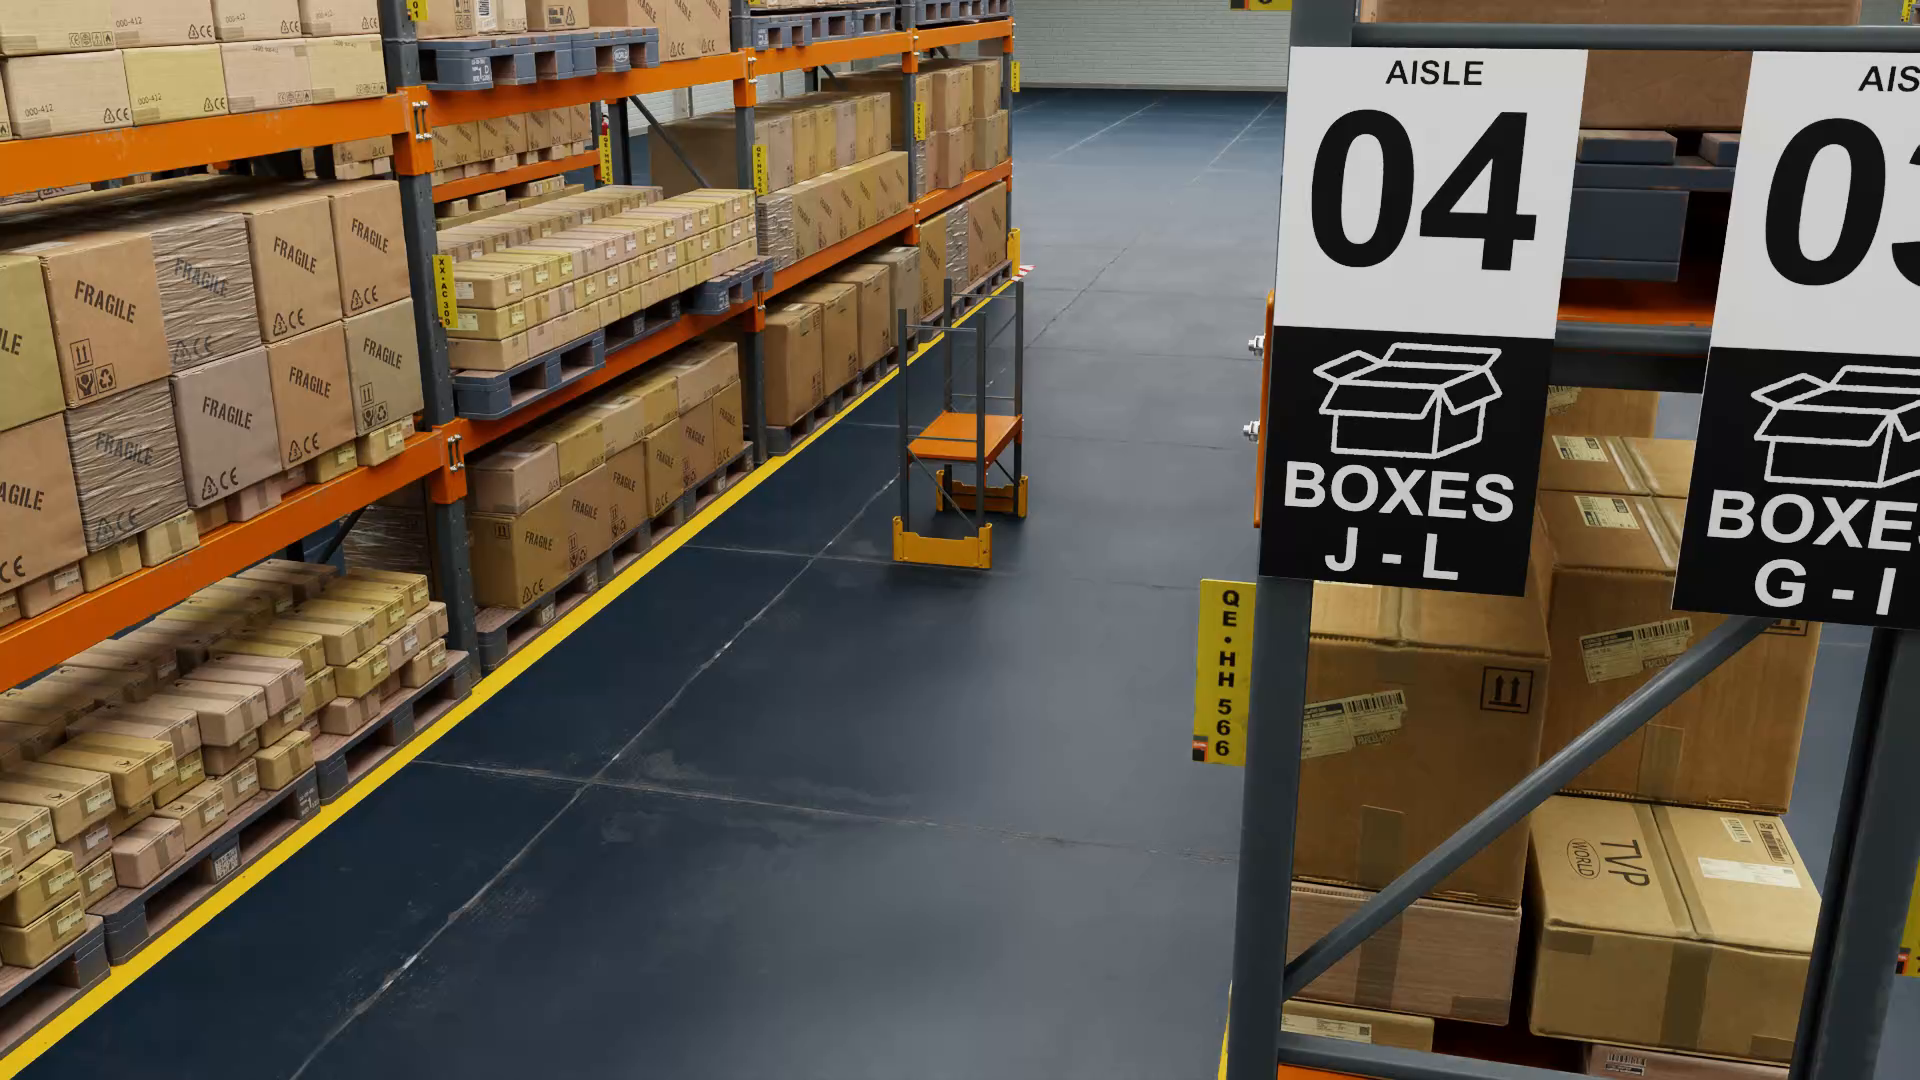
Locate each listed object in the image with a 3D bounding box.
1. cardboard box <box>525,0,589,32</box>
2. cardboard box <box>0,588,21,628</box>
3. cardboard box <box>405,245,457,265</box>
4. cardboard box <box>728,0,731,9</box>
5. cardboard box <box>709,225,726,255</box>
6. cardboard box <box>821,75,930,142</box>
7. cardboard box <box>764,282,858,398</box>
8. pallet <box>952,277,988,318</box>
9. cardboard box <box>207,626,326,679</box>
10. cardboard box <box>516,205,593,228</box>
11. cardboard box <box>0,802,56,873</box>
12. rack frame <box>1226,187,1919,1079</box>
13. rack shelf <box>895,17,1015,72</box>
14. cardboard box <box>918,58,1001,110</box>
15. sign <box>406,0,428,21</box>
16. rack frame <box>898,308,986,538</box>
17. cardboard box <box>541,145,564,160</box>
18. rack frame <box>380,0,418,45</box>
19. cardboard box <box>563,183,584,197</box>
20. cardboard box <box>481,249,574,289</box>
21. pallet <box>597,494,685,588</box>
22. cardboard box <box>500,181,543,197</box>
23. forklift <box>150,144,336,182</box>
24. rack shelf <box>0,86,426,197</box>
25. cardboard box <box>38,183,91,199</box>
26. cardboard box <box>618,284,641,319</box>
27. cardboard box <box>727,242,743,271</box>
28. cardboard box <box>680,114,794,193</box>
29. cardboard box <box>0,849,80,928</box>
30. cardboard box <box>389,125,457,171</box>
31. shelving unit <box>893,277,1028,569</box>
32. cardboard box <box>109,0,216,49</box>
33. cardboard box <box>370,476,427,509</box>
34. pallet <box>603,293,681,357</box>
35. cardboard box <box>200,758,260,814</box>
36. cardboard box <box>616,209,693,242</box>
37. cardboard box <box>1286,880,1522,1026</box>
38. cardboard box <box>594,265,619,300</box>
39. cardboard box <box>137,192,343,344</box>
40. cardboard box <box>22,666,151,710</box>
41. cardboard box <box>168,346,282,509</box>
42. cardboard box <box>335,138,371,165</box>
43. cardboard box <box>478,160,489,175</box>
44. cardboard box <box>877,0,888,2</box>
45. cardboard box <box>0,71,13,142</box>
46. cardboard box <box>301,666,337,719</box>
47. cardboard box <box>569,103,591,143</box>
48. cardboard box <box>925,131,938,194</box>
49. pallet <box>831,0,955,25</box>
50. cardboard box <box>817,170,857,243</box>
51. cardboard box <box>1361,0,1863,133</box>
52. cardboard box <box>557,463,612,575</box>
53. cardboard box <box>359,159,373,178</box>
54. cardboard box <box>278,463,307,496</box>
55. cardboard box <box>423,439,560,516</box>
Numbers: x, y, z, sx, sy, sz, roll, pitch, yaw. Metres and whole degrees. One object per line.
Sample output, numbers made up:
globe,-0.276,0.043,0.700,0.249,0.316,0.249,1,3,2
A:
cardboard box,-2.340,-2.889,8.555,0.797,0.503,0.637,4,19,13
cardboard box,-3.265,0.211,5.319,0.380,0.149,0.250,4,19,13
cardboard box,-2.806,-1.416,8.511,0.380,0.149,0.250,4,19,12
cardboard box,-1.631,-3.641,11.149,0.380,0.149,0.250,4,19,11
cardboard box,-1.672,-1.865,10.286,0.380,0.149,0.250,5,20,15
cardboard box,-0.767,-3.950,15.210,0.875,0.550,0.550,5,19,13
cardboard box,-1.421,-1.594,13.044,1.050,0.750,0.750,5,19,14
pallet,-0.333,-2.552,17.332,1.003,0.211,1.213,5,19,13
cardboard box,-2.896,0.490,6.953,0.380,0.149,0.250,5,20,15
cardboard box,-2.425,-1.905,9.942,0.380,0.149,0.250,6,20,16
cardboard box,-3.248,0.988,5.495,0.380,0.149,0.250,4,19,11
rack frame,0.963,0.929,2.827,1.000,3.000,0.127,5,19,13
rack shelf,-0.402,-4.961,16.545,1.077,0.370,4.000,5,19,13
cardboard box,-0.041,-4.978,18.219,0.875,0.550,0.550,5,19,13
sign,-2.317,-2.372,7.050,0.100,0.325,0.005,5,19,13
rack frame,-0.103,-0.577,9.557,0.500,1.500,0.032,5,19,13
cardboard box,-4.693,-4.366,18.717,0.380,0.149,0.250,5,19,14
rack frame,-2.845,-3.587,6.767,1.000,3.000,0.127,5,19,13
cardboard box,-4.681,-3.849,19.261,0.500,0.500,0.500,5,19,14
cardboard box,-2.175,-1.365,8.361,0.380,0.149,0.250,5,19,14
pallet,-2.360,-0.056,10.026,1.003,0.211,1.213,5,19,13
cardboard box,-4.836,-3.875,18.332,0.380,0.149,0.250,6,20,16
forklift,-4.373,-1.800,10.922,1.130,2.935,3.031,5,19,14
rack shelf,-3.334,-1.200,5.533,1.077,0.370,4.000,5,19,13
cardboard box,-6.565,-2.699,11.747,0.500,0.500,0.500,4,19,12
cardboard box,-1.989,-1.325,9.165,0.380,0.149,0.250,4,19,12
cardboard box,-1.605,-1.813,10.594,0.380,0.149,0.250,5,19,13
cardboard box,-1.626,-2.821,12.104,0.700,0.500,0.500,4,19,13
cardboard box,-3.182,1.134,5.526,0.380,0.149,0.250,5,20,15
cardboard box,-5.337,-3.919,16.405,0.500,0.500,0.500,5,19,13
shelving unit,0.019,-0.734,10.015,0.587,1.500,1.083,5,19,13
cardboard box,-2.972,-1.843,5.759,0.500,0.250,0.500,5,20,16
cardboard box,-2.908,-0.372,8.694,0.500,0.250,0.500,4,19,12
pallet,-2.312,-1.287,9.613,1.003,0.211,1.213,5,19,13
cardboard box,-2.992,0.953,6.518,0.380,0.149,0.250,5,19,14
cardboard box,-1.797,-1.854,9.792,0.380,0.149,0.250,5,19,13
cardboard box,0.824,0.686,3.309,0.500,0.250,0.500,4,19,13
cardboard box,-2.052,-1.384,8.879,0.380,0.149,0.250,5,20,16
cardboard box,-2.819,-1.078,6.542,0.500,0.500,0.500,4,19,12
cardboard box,-3.438,0.626,6.555,0.380,0.149,0.250,4,19,11
cardboard box,-2.940,-0.444,6.231,0.500,0.500,0.500,5,19,13
cardboard box,-5.725,-3.683,15.066,0.500,0.500,0.500,5,19,14
cardboard box,-5.151,-3.899,17.351,0.380,0.149,0.250,5,19,13
cardboard box,-0.908,-4.616,13.848,0.500,0.250,0.500,5,19,14
cardboard box,-3.218,-1.291,4.917,0.500,0.250,0.500,4,19,12
cardboard box,-2.872,0.627,7.011,0.380,0.149,0.250,5,19,14
cardboard box,-4.603,-4.865,19.175,0.500,0.500,0.500,4,19,12
cardboard box,-0.699,-3.617,15.905,0.875,0.550,0.550,5,19,13
pallet,-0.680,-4.889,15.356,1.003,0.211,1.213,5,19,13
cardboard box,-1.127,-2.642,13.128,0.500,0.500,0.500,4,19,13
cardboard box,1.038,-0.951,2.732,0.700,0.500,0.500,3,19,10
cardboard box,-2.280,-0.141,9.176,0.500,0.500,0.500,6,20,16
cardboard box,-5.655,-3.430,15.329,0.380,0.149,0.250,4,19,12
cardboard box,-2.898,-0.277,6.748,0.380,0.149,0.250,4,19,12
cardboard box,-2.408,-0.330,8.569,0.500,0.250,0.500,4,19,11
